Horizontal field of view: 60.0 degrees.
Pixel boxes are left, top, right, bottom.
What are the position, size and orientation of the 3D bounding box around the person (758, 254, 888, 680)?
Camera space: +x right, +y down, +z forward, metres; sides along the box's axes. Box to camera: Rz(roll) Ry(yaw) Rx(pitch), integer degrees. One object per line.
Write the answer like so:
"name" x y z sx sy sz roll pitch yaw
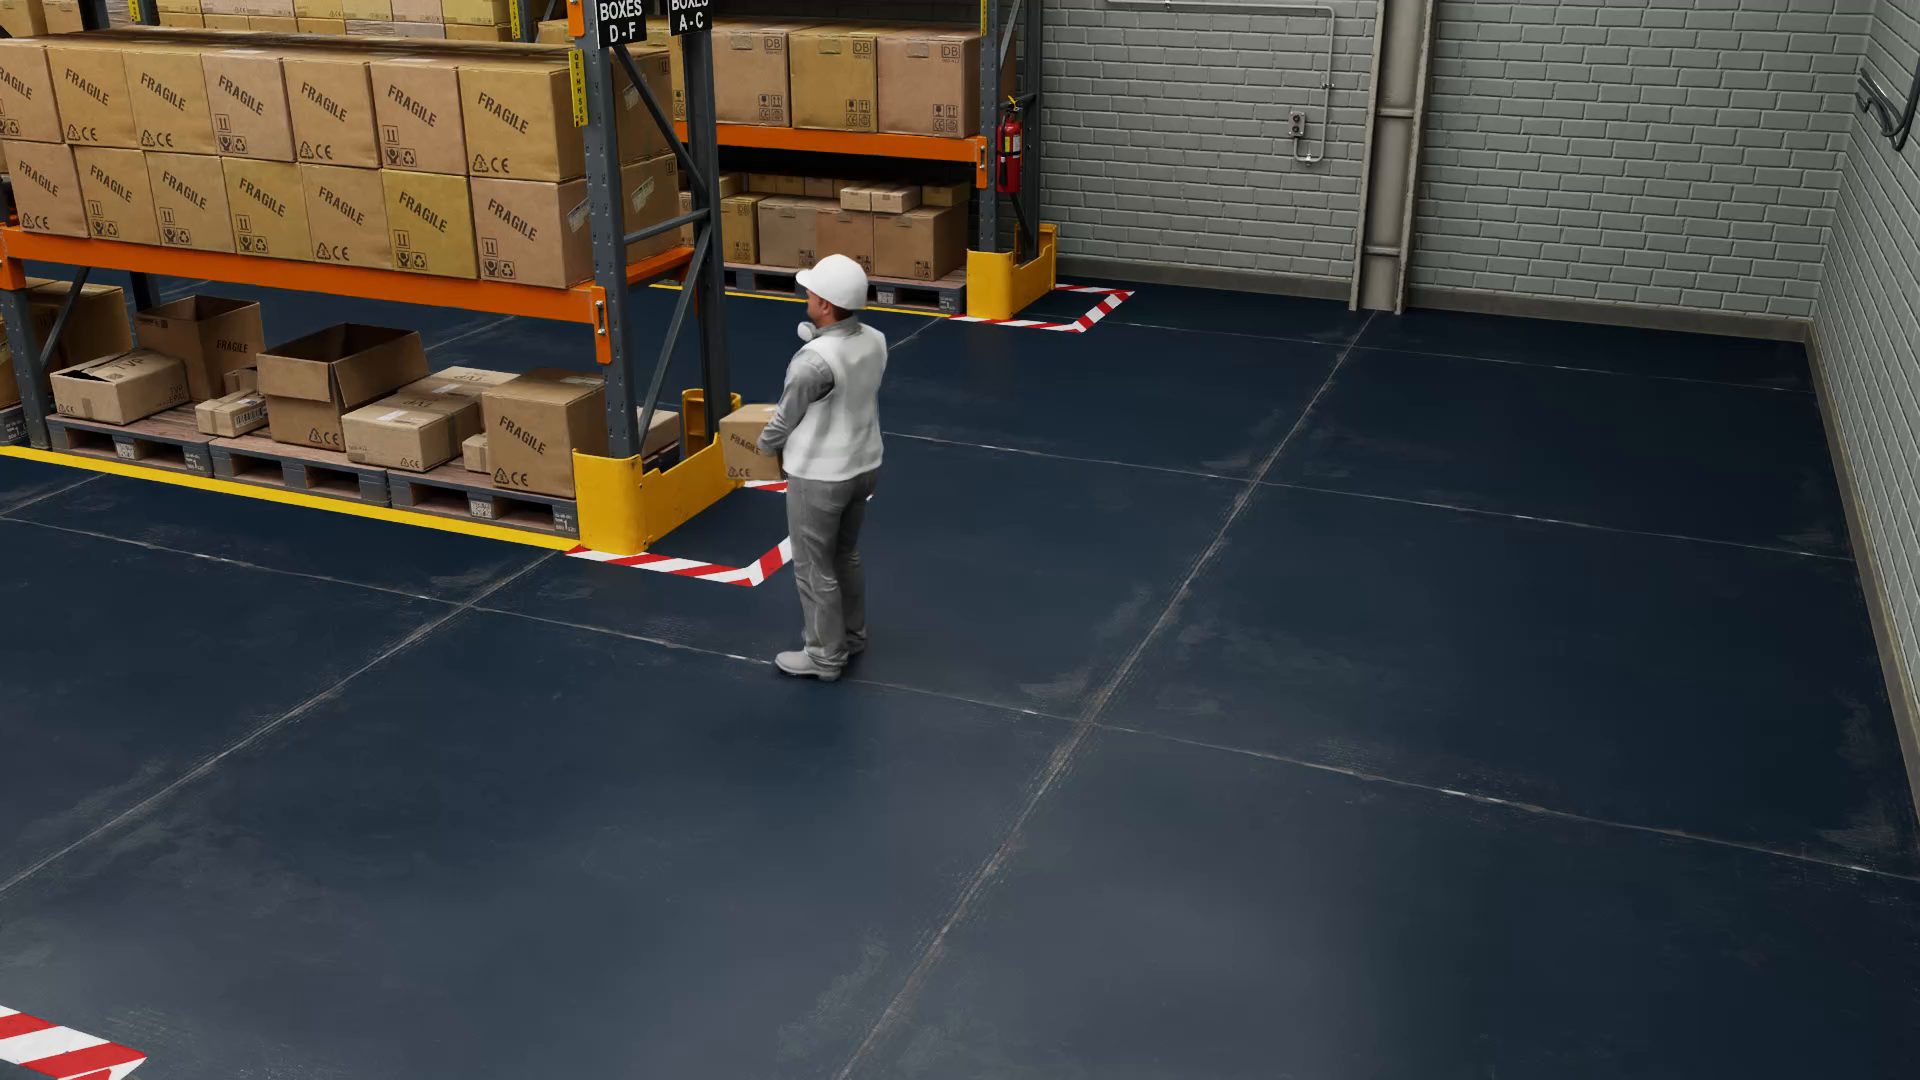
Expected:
"person" -0.591 -0.306 6.803 0.545 1.775 0.501 14 26 31
